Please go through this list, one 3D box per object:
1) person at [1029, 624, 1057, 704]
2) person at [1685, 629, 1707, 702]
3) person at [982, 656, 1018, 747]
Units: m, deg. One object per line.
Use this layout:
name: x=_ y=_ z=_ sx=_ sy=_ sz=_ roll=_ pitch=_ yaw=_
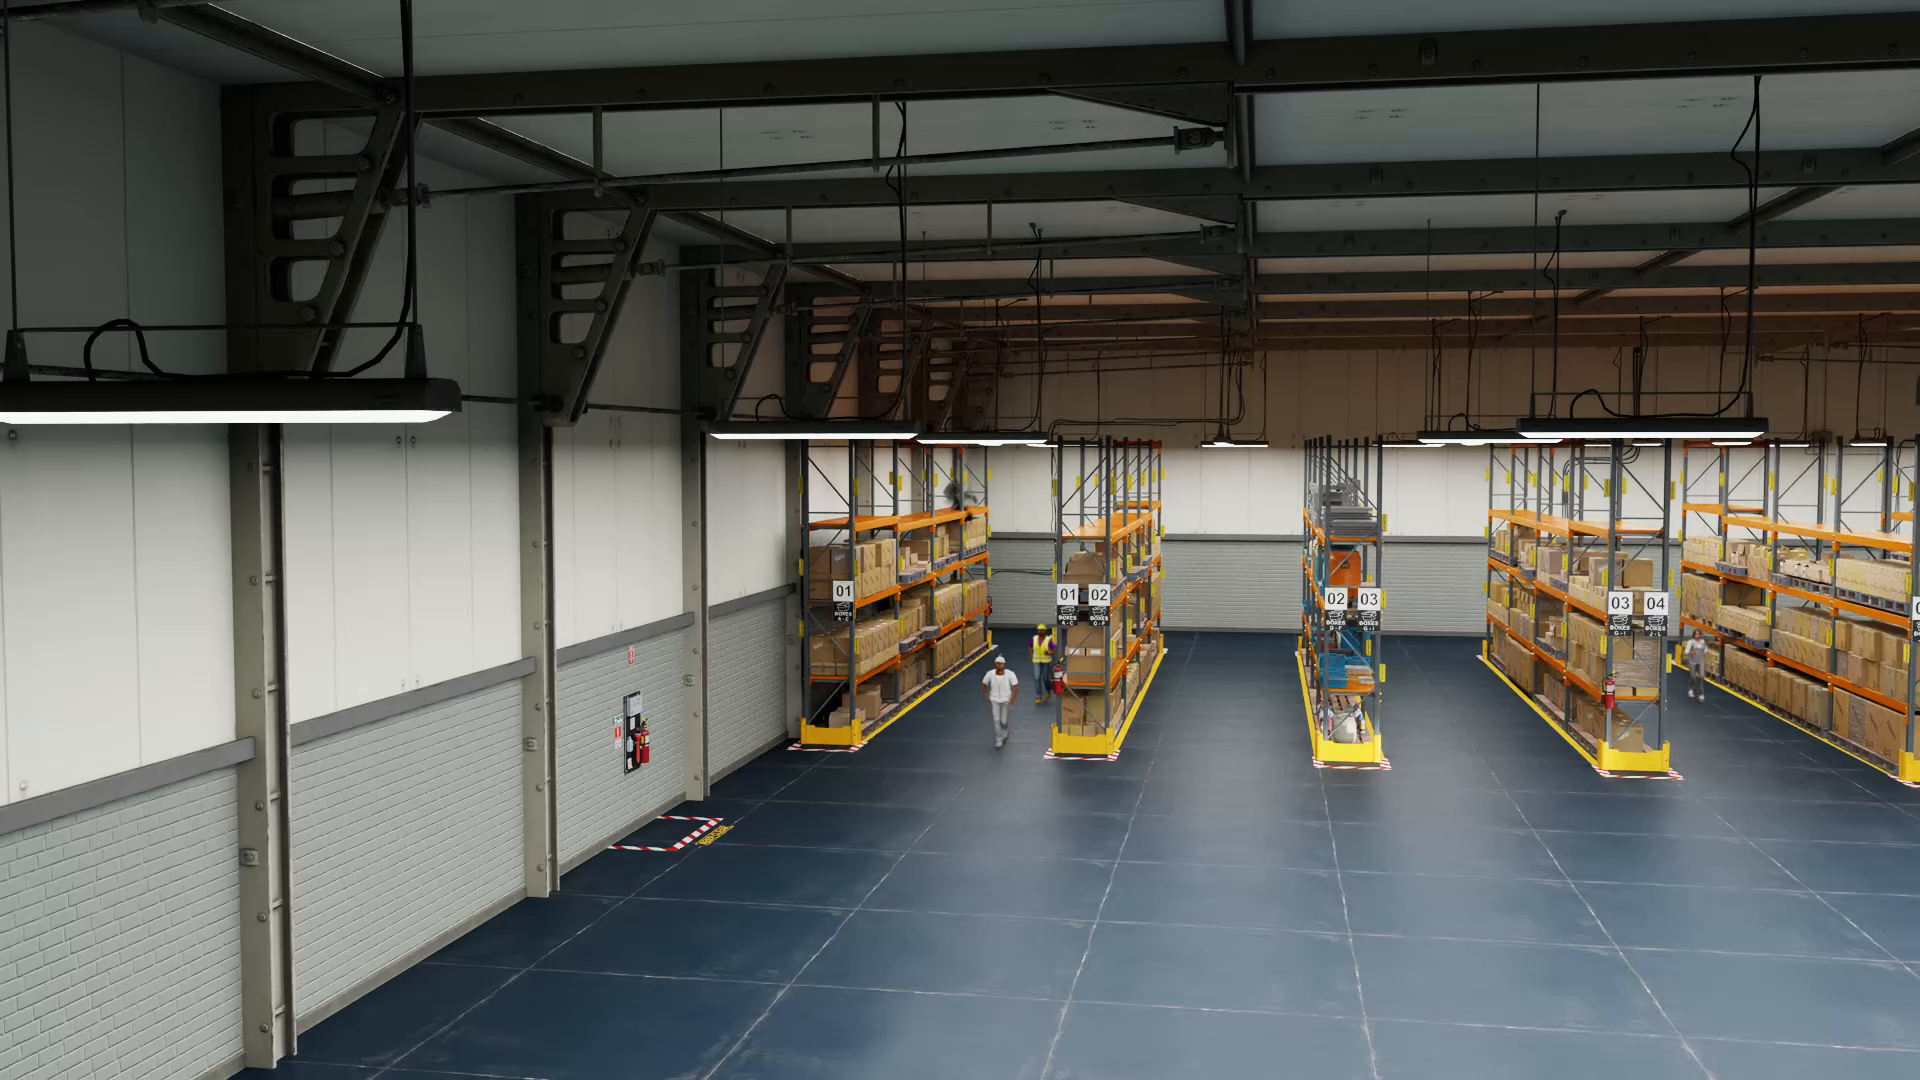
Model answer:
person: x=1.857 y=2.781 z=37.660 sx=0.698 sy=1.762 sz=0.894 roll=1 pitch=3 yaw=13
person: x=16.839 y=2.847 z=38.033 sx=0.526 sy=1.624 sz=0.787 roll=1 pitch=3 yaw=10
person: x=0.775 y=3.115 z=32.316 sx=0.720 sy=1.743 sz=0.700 roll=0 pitch=3 yaw=5
